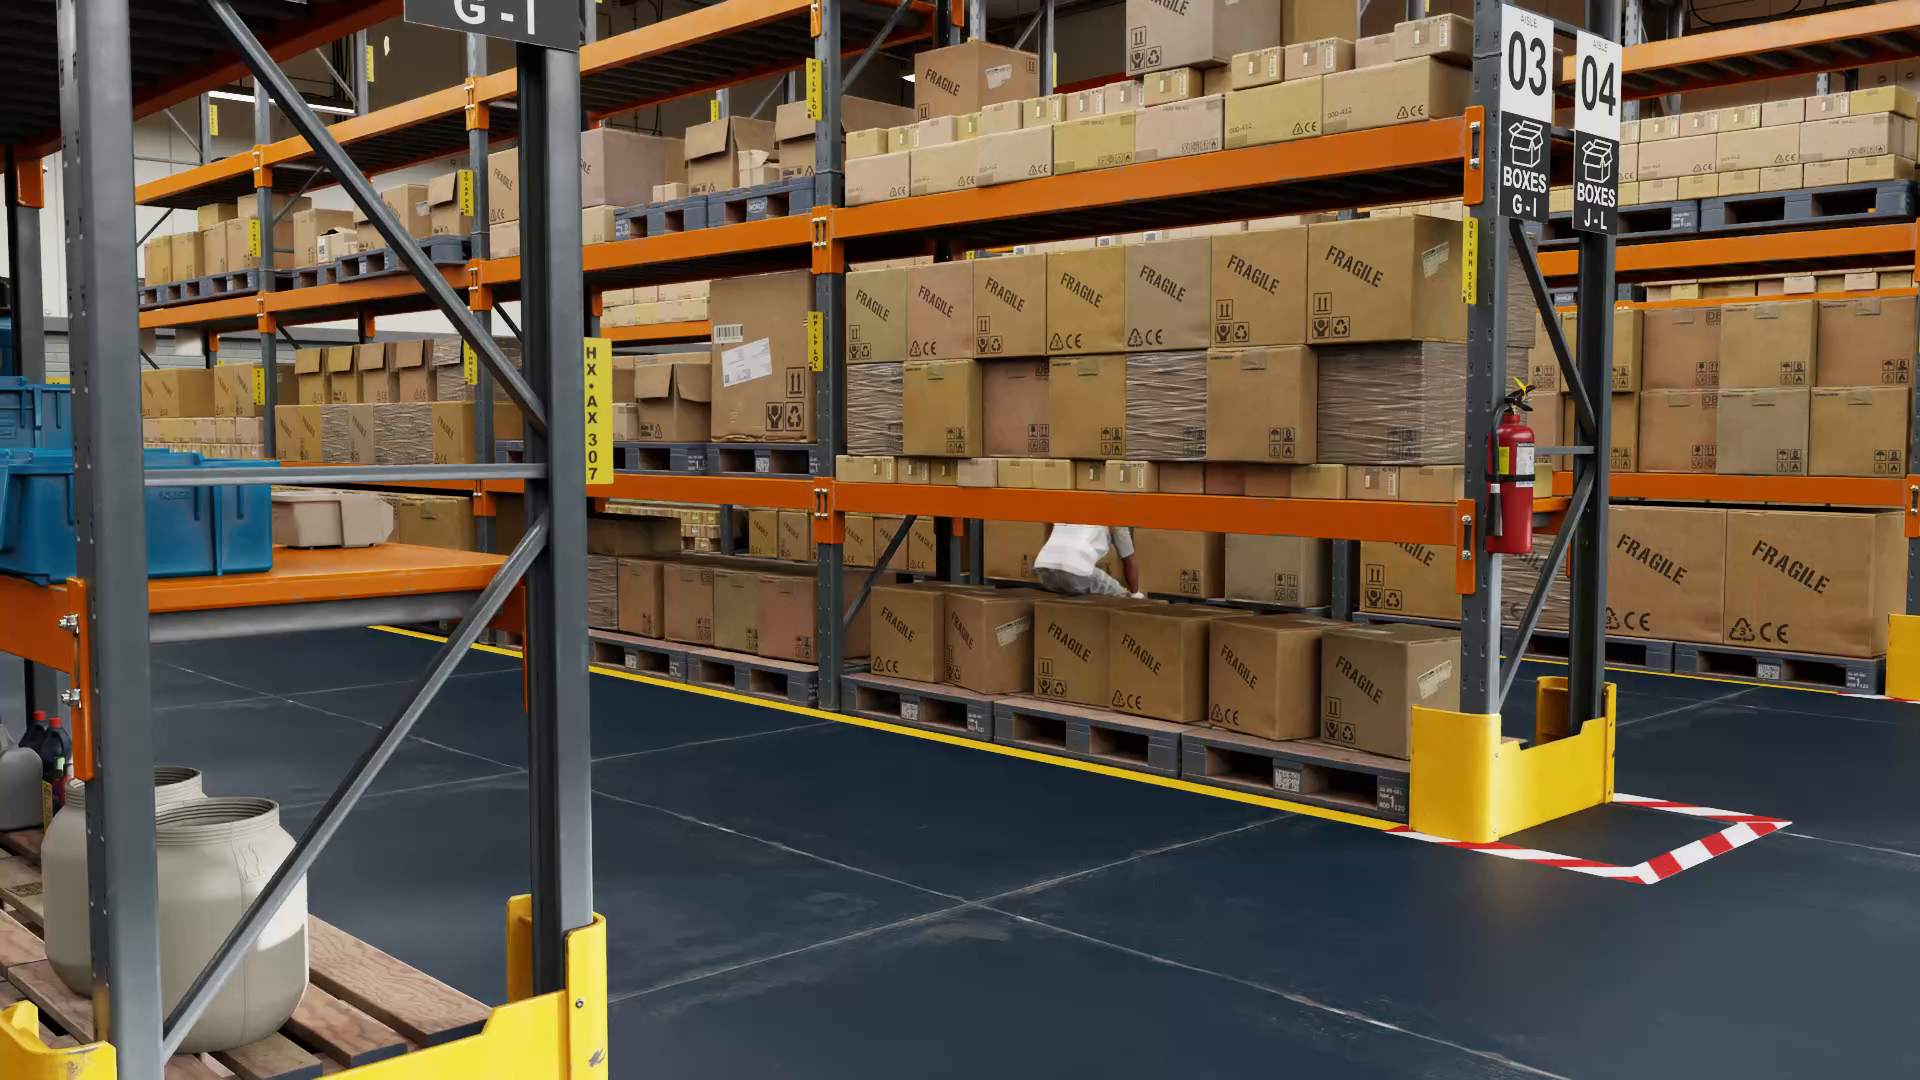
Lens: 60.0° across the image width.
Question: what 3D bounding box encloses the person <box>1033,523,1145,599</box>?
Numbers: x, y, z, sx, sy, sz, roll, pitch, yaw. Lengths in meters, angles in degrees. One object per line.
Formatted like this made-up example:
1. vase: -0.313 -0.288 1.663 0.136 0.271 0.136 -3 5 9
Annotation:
1. person: 0.866 0.232 11.612 0.851 1.183 0.597 -4 5 -44
